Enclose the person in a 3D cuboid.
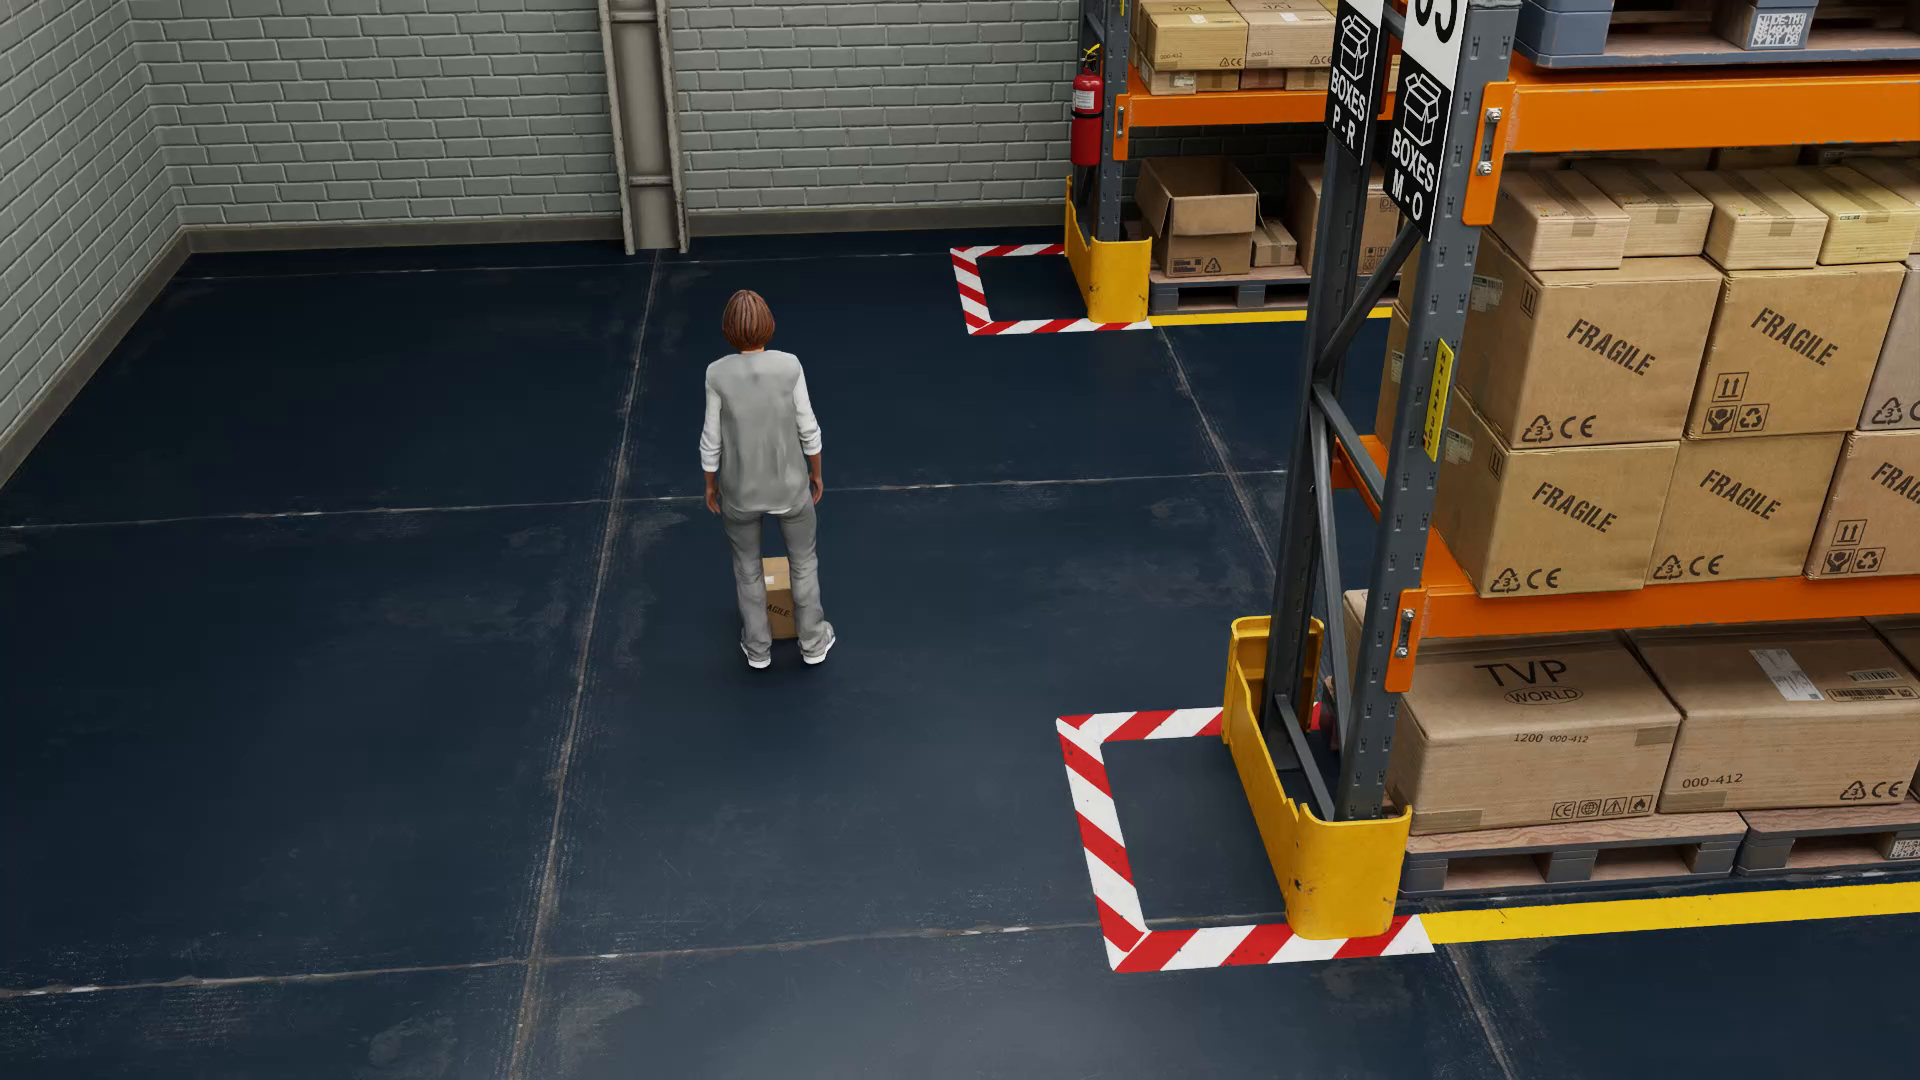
[{"bbox_3d":[-0.754,-0.201,6.471,0.485,1.594,0.341,-4,32,-7],"label":"person"}]
